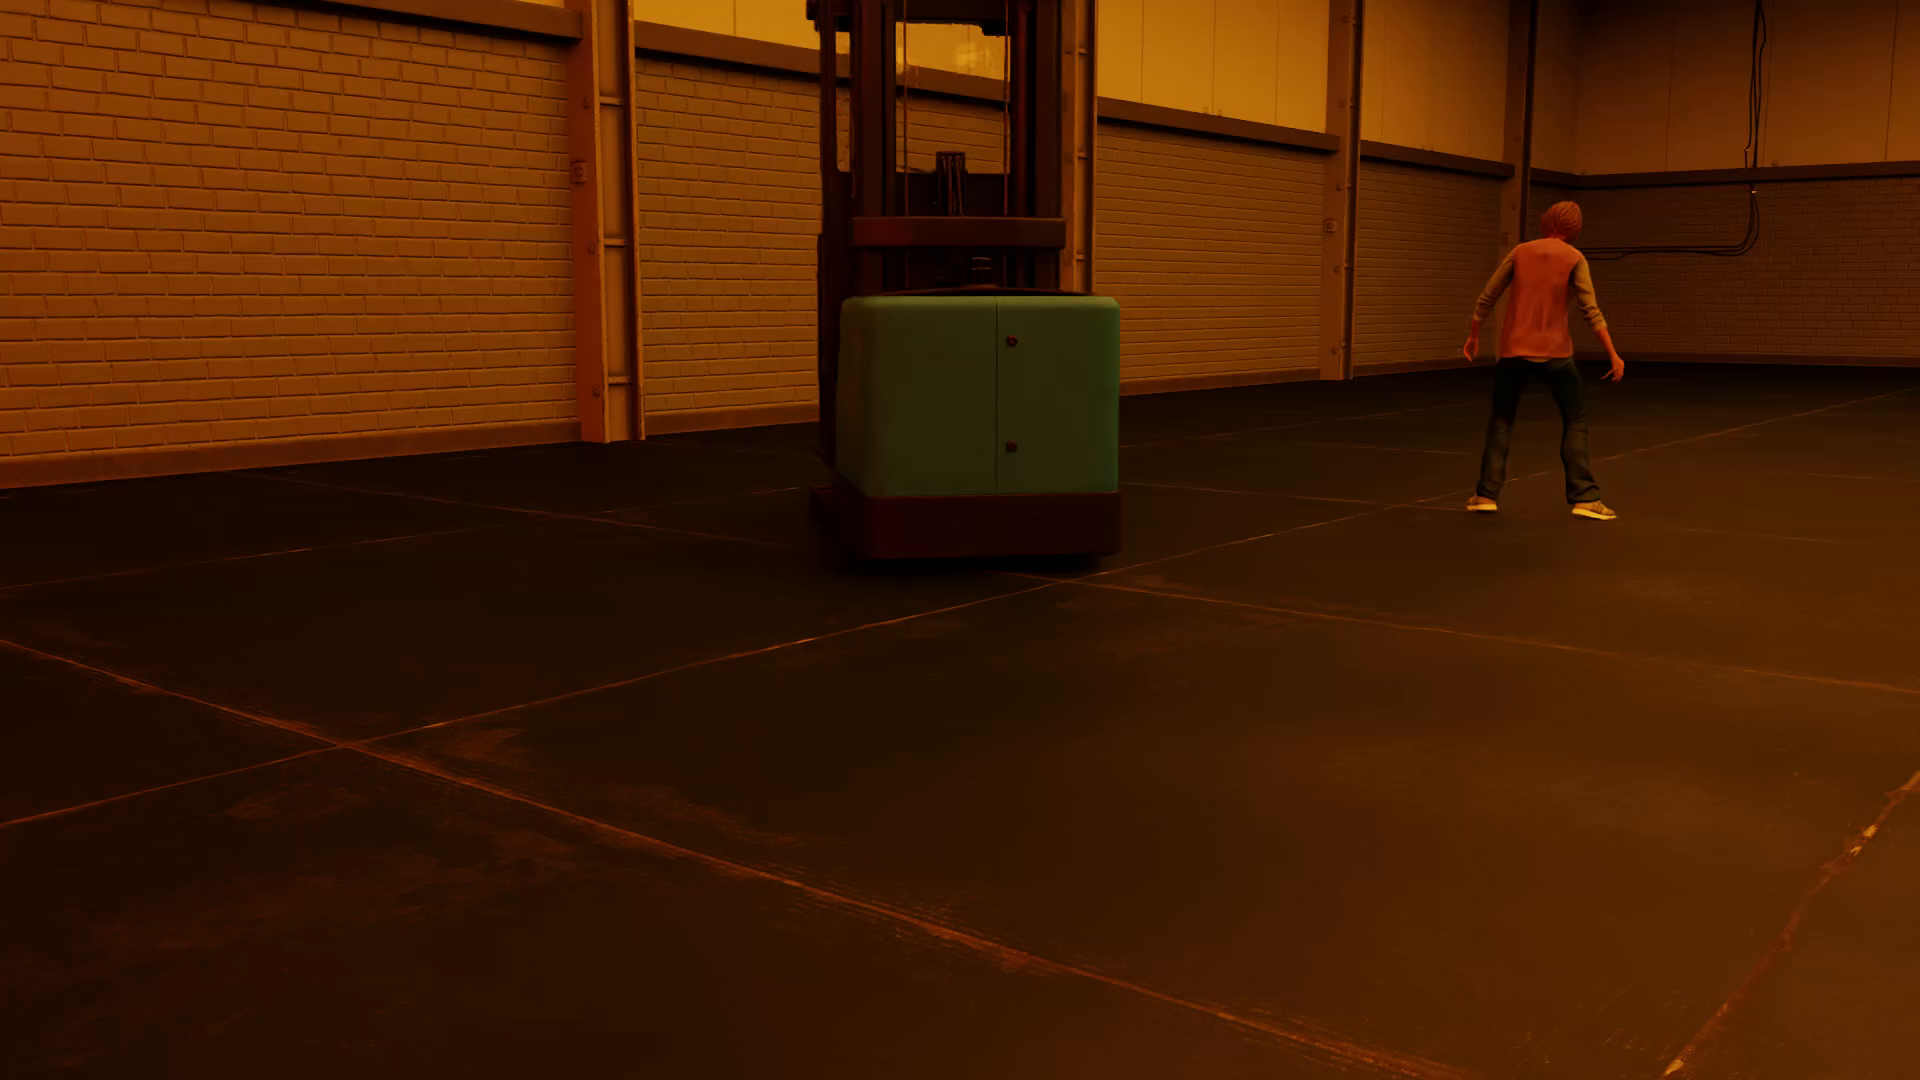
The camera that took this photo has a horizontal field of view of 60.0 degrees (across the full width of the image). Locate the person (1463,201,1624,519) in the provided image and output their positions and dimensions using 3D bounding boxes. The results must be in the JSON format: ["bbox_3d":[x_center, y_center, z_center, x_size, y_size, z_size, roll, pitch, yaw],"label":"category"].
[{"bbox_3d":[2.881,-0.881,8.234,0.788,1.545,0.370,5,10,32],"label":"person"}]

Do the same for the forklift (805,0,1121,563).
[{"bbox_3d":[-0.129,-1.533,7.756,1.130,2.935,3.031,-2,8,-10],"label":"forklift"}]
